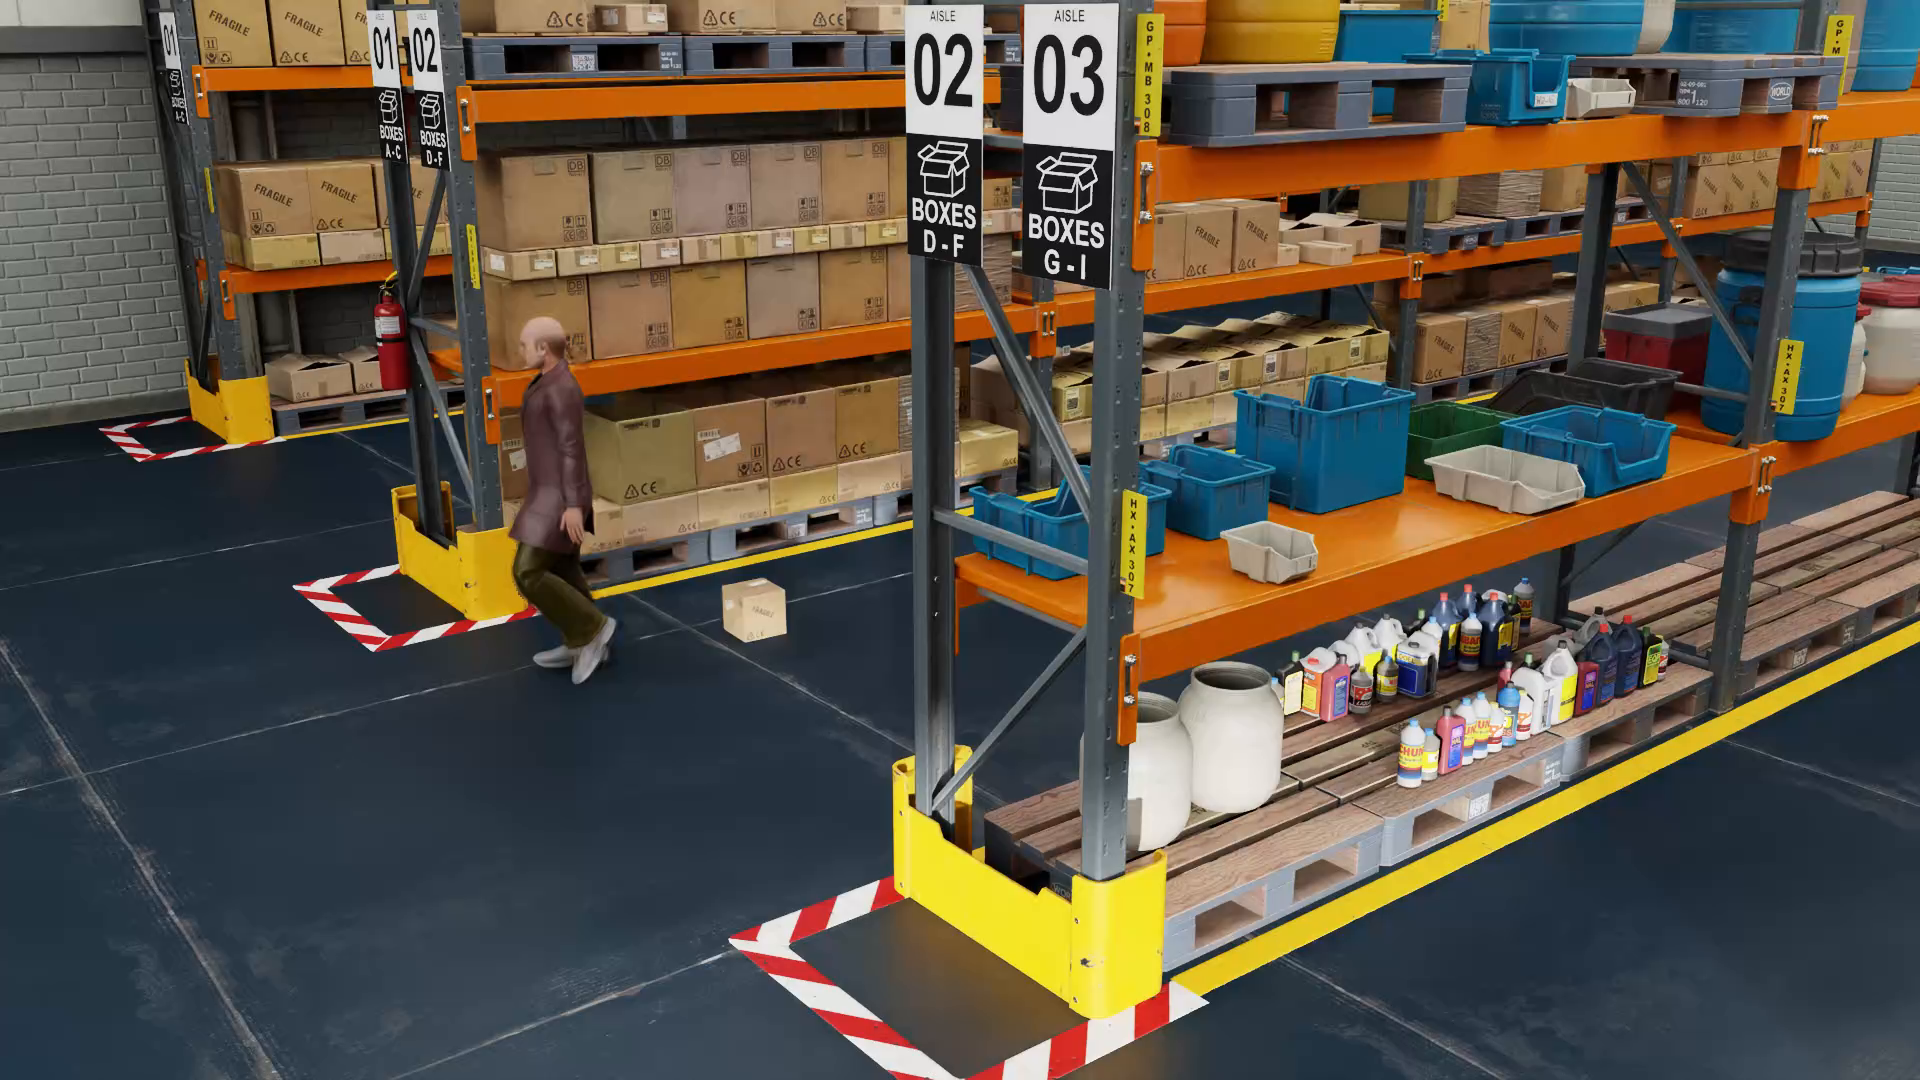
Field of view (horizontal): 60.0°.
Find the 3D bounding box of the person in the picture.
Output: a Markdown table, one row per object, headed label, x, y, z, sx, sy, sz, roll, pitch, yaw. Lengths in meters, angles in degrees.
| label | x | y | z | sx | sy | sz | roll | pitch | yaw |
| --- | --- | --- | --- | --- | --- | --- | --- | --- | --- |
| person | -1.972 | -0.092 | 8.137 | 0.485 | 1.612 | 0.630 | -5 | 18 | -17 |
